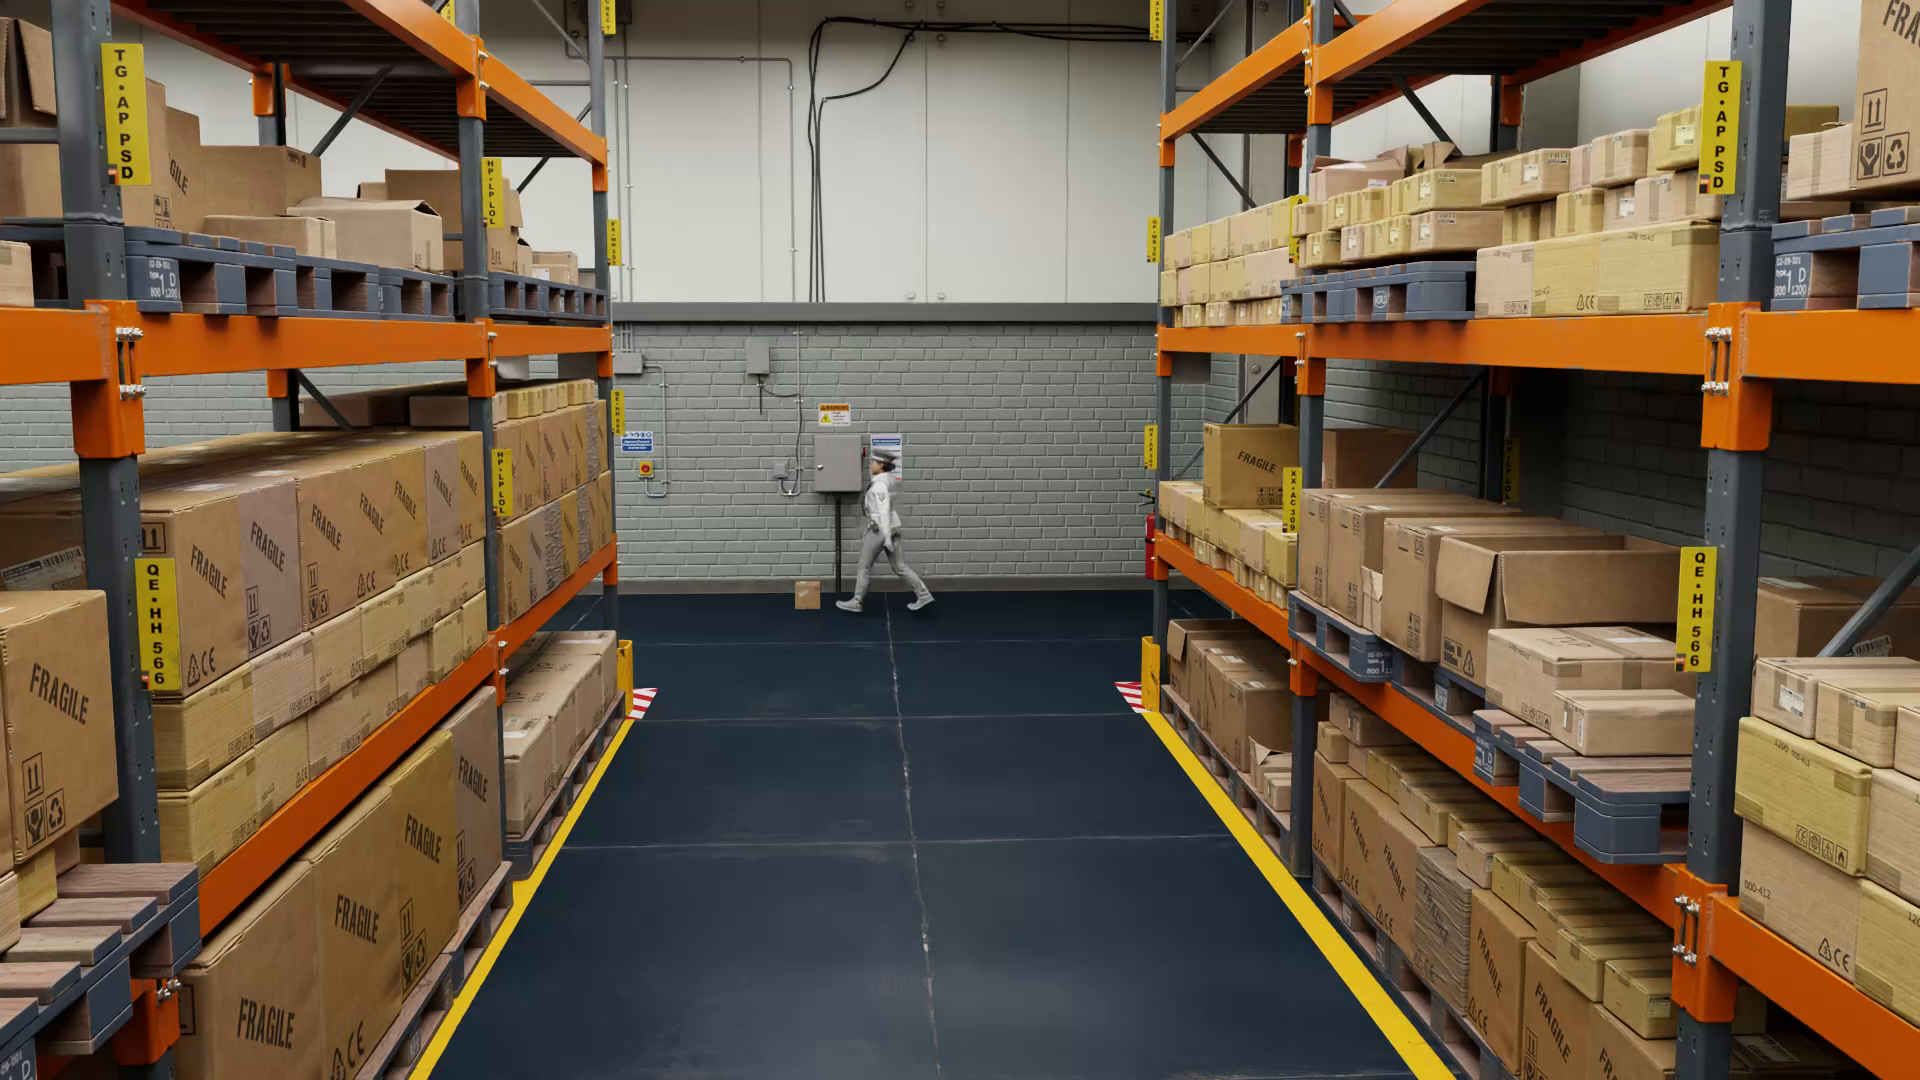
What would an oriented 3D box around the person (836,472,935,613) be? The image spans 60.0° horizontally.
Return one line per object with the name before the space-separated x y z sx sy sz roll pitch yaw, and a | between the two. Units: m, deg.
person | -0.752 0.030 16.418 1.005 1.402 0.471 3 7 21
